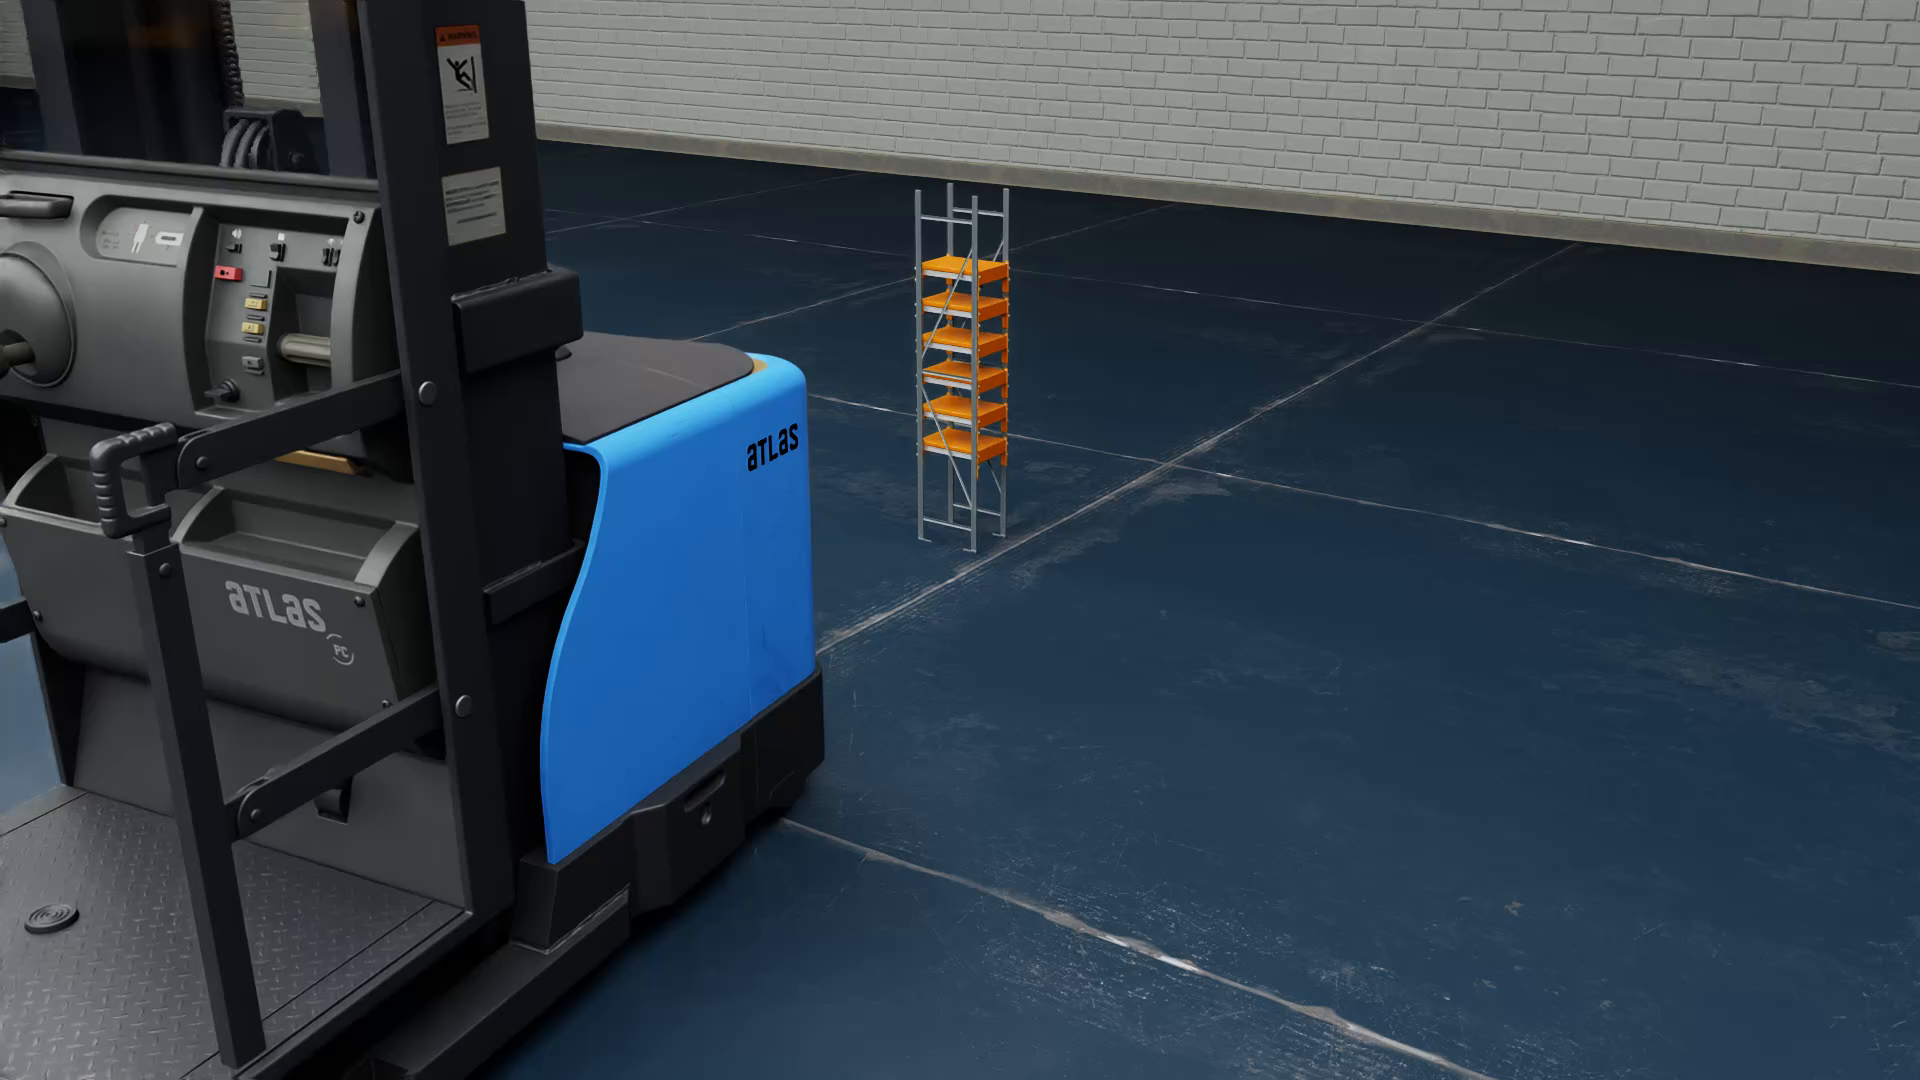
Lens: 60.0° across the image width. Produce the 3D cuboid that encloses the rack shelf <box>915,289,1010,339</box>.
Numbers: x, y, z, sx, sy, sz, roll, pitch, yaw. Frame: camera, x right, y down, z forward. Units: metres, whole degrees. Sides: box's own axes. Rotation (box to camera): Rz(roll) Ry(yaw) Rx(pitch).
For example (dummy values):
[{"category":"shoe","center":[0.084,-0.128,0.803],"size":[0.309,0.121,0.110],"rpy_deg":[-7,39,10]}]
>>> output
[{"category":"rack shelf","center":[0.008,-0.750,5.500],"size":[0.258,0.103,0.180],"rpy_deg":[13,24,32]}]

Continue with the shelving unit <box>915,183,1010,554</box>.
[{"category":"shelving unit","center":[0.008,-0.567,5.568],"size":[0.258,1.200,0.189],"rpy_deg":[13,24,32]}]

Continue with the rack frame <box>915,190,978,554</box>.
[{"category":"rack frame","center":[-0.043,-0.541,5.497],"size":[0.240,1.200,0.006],"rpy_deg":[13,24,32]}]

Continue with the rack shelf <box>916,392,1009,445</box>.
[{"category":"rack shelf","center":[0.008,-0.413,5.625],"size":[0.258,0.103,0.180],"rpy_deg":[13,24,32]}]

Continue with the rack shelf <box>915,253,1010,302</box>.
[{"category":"rack shelf","center":[0.008,-0.863,5.459],"size":[0.258,0.103,0.180],"rpy_deg":[13,24,32]}]

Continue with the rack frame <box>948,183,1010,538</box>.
[{"category":"rack frame","center":[0.060,-0.593,5.639],"size":[0.240,1.200,0.006],"rpy_deg":[13,24,32]}]

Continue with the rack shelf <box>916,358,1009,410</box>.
[{"category":"rack shelf","center":[0.008,-0.525,5.583],"size":[0.258,0.103,0.180],"rpy_deg":[13,24,32]}]

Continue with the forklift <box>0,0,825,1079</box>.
[{"category":"forklift","center":[-1.435,-0.396,2.612],"size":[1.130,2.935,3.031],"rpy_deg":[10,22,24]}]

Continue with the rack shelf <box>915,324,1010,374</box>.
[{"category":"rack shelf","center":[0.008,-0.638,5.542],"size":[0.258,0.103,0.180],"rpy_deg":[13,24,32]}]

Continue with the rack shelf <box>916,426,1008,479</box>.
[{"category":"rack shelf","center":[0.008,-0.300,5.667],"size":[0.258,0.103,0.180],"rpy_deg":[13,24,32]}]
